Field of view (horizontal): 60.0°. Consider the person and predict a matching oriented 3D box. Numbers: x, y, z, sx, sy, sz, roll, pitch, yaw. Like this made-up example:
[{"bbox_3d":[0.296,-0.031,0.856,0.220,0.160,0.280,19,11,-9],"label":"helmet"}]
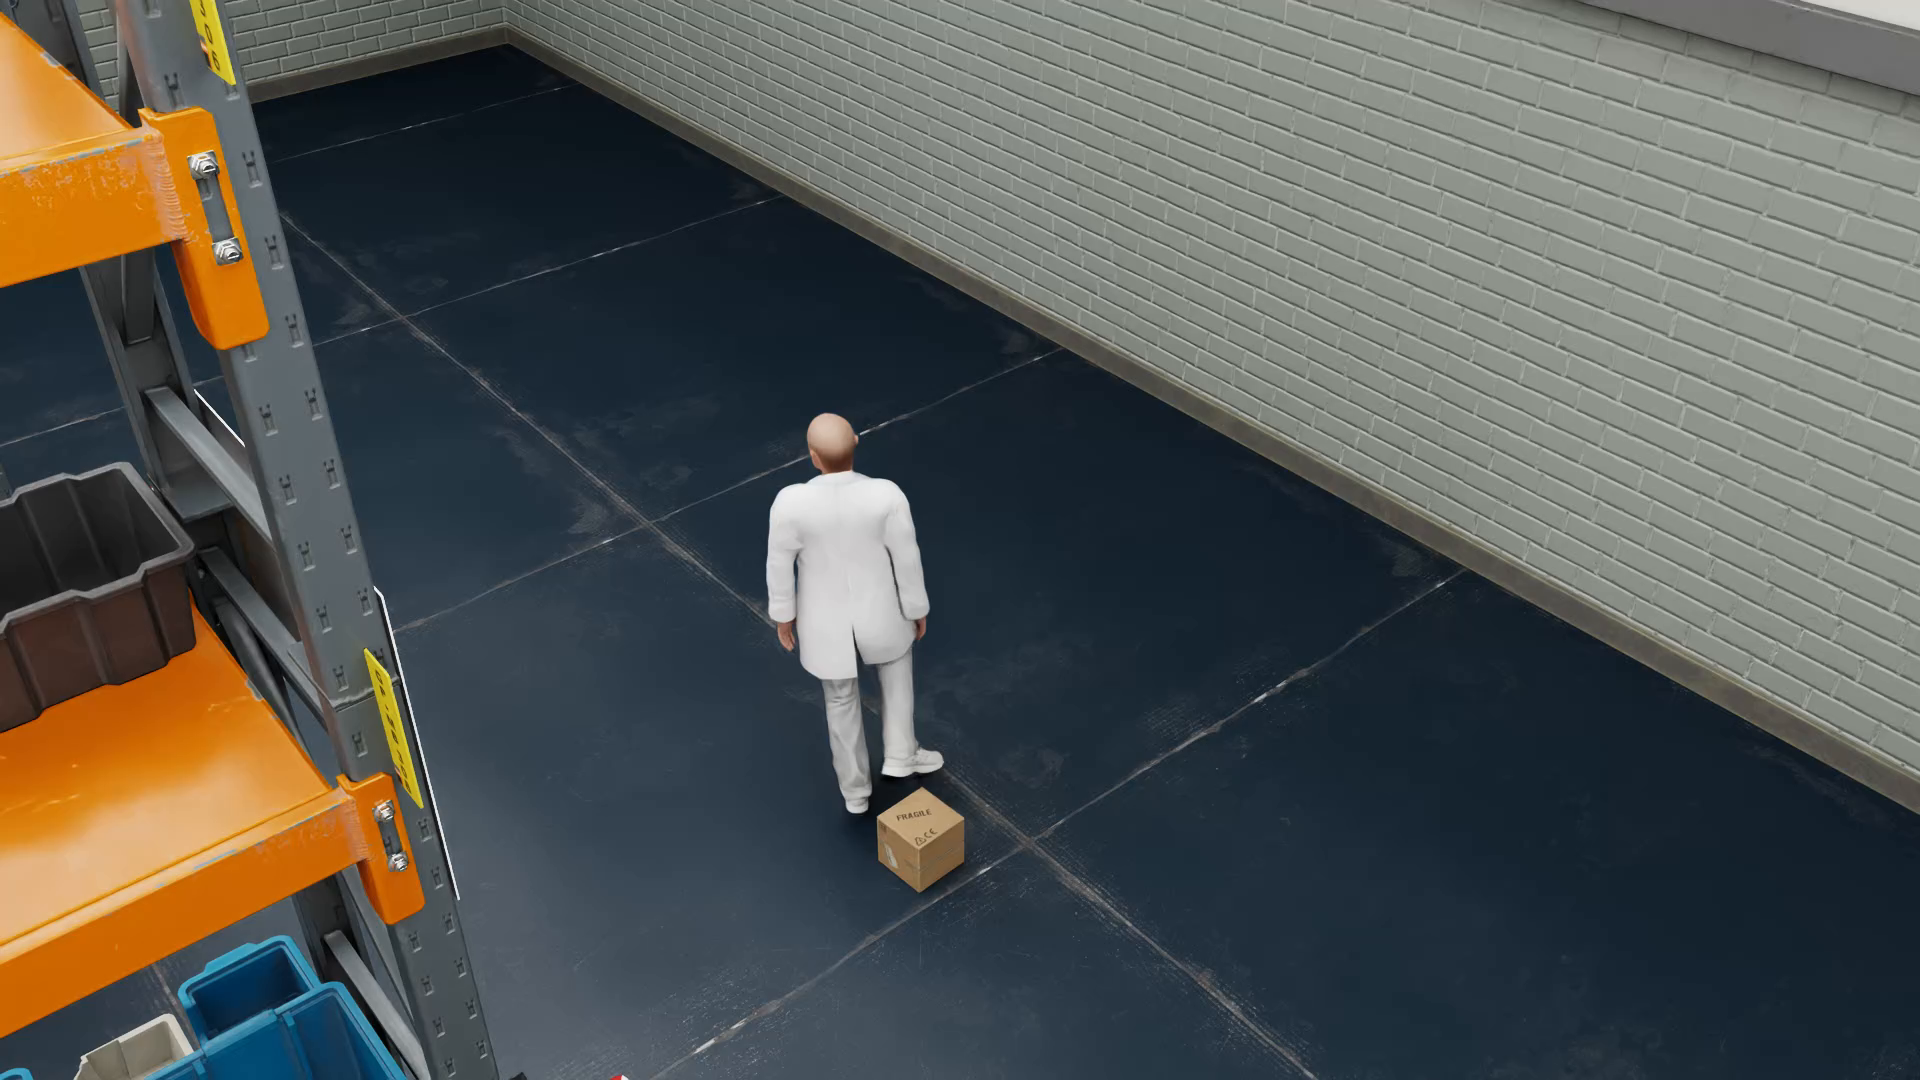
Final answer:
[{"bbox_3d":[-0.417,0.285,6.649,0.691,1.774,0.528,-4,36,-5],"label":"person"}]
